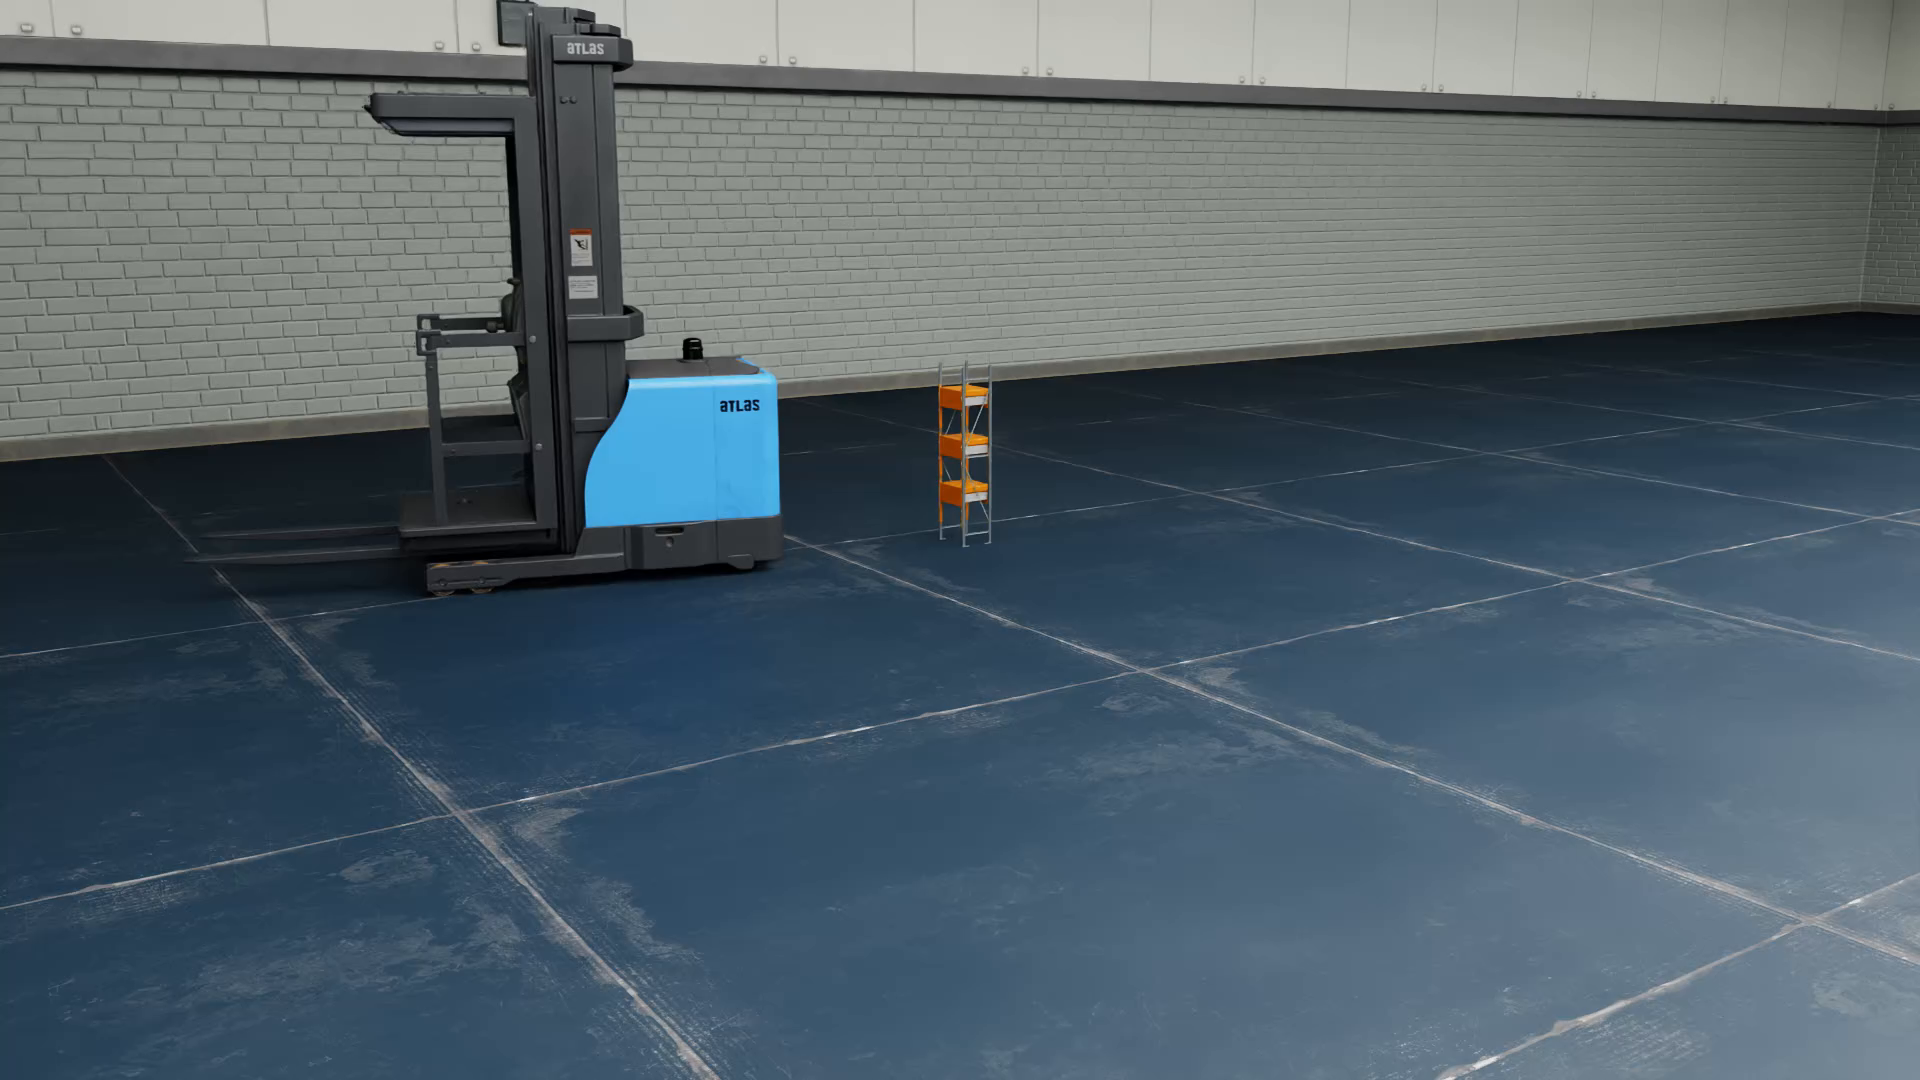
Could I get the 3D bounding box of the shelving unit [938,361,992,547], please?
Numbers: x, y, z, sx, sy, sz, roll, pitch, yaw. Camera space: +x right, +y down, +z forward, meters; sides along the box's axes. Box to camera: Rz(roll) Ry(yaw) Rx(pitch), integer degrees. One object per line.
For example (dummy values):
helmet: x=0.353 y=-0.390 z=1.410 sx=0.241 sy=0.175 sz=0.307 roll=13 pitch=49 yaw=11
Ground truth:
shelving unit: x=0.030 y=-0.503 z=9.706 sx=0.215 sy=1.050 sz=0.252 roll=-8 pitch=15 yaw=-33

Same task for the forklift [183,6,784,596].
forklift: x=-2.544 y=-1.269 z=8.805 sx=3.031 sy=2.935 sz=1.130 roll=-4 pitch=13 yaw=-17

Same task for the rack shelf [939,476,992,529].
rack shelf: x=0.030 y=-0.222 z=9.768 sx=0.215 sy=0.259 sz=0.240 roll=-8 pitch=15 yaw=-33

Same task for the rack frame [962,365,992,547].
rack frame: x=0.097 y=-0.482 z=9.607 sx=0.200 sy=1.050 sz=0.008 roll=-8 pitch=15 yaw=-33

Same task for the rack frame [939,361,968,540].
rack frame: x=-0.038 y=-0.525 z=9.805 sx=0.200 sy=1.050 sz=0.008 roll=-8 pitch=15 yaw=-33

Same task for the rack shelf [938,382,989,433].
rack shelf: x=0.030 y=-0.770 z=9.648 sx=0.215 sy=0.259 sz=0.240 roll=-8 pitch=15 yaw=-33

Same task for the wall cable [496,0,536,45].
wall cable: x=-2.906 y=-7.252 z=13.999 sx=2.305 sy=6.003 sz=0.169 roll=-8 pitch=15 yaw=-33

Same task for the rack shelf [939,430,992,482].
rack shelf: x=0.030 y=-0.493 z=9.708 sx=0.215 sy=0.259 sz=0.240 roll=-8 pitch=15 yaw=-33
